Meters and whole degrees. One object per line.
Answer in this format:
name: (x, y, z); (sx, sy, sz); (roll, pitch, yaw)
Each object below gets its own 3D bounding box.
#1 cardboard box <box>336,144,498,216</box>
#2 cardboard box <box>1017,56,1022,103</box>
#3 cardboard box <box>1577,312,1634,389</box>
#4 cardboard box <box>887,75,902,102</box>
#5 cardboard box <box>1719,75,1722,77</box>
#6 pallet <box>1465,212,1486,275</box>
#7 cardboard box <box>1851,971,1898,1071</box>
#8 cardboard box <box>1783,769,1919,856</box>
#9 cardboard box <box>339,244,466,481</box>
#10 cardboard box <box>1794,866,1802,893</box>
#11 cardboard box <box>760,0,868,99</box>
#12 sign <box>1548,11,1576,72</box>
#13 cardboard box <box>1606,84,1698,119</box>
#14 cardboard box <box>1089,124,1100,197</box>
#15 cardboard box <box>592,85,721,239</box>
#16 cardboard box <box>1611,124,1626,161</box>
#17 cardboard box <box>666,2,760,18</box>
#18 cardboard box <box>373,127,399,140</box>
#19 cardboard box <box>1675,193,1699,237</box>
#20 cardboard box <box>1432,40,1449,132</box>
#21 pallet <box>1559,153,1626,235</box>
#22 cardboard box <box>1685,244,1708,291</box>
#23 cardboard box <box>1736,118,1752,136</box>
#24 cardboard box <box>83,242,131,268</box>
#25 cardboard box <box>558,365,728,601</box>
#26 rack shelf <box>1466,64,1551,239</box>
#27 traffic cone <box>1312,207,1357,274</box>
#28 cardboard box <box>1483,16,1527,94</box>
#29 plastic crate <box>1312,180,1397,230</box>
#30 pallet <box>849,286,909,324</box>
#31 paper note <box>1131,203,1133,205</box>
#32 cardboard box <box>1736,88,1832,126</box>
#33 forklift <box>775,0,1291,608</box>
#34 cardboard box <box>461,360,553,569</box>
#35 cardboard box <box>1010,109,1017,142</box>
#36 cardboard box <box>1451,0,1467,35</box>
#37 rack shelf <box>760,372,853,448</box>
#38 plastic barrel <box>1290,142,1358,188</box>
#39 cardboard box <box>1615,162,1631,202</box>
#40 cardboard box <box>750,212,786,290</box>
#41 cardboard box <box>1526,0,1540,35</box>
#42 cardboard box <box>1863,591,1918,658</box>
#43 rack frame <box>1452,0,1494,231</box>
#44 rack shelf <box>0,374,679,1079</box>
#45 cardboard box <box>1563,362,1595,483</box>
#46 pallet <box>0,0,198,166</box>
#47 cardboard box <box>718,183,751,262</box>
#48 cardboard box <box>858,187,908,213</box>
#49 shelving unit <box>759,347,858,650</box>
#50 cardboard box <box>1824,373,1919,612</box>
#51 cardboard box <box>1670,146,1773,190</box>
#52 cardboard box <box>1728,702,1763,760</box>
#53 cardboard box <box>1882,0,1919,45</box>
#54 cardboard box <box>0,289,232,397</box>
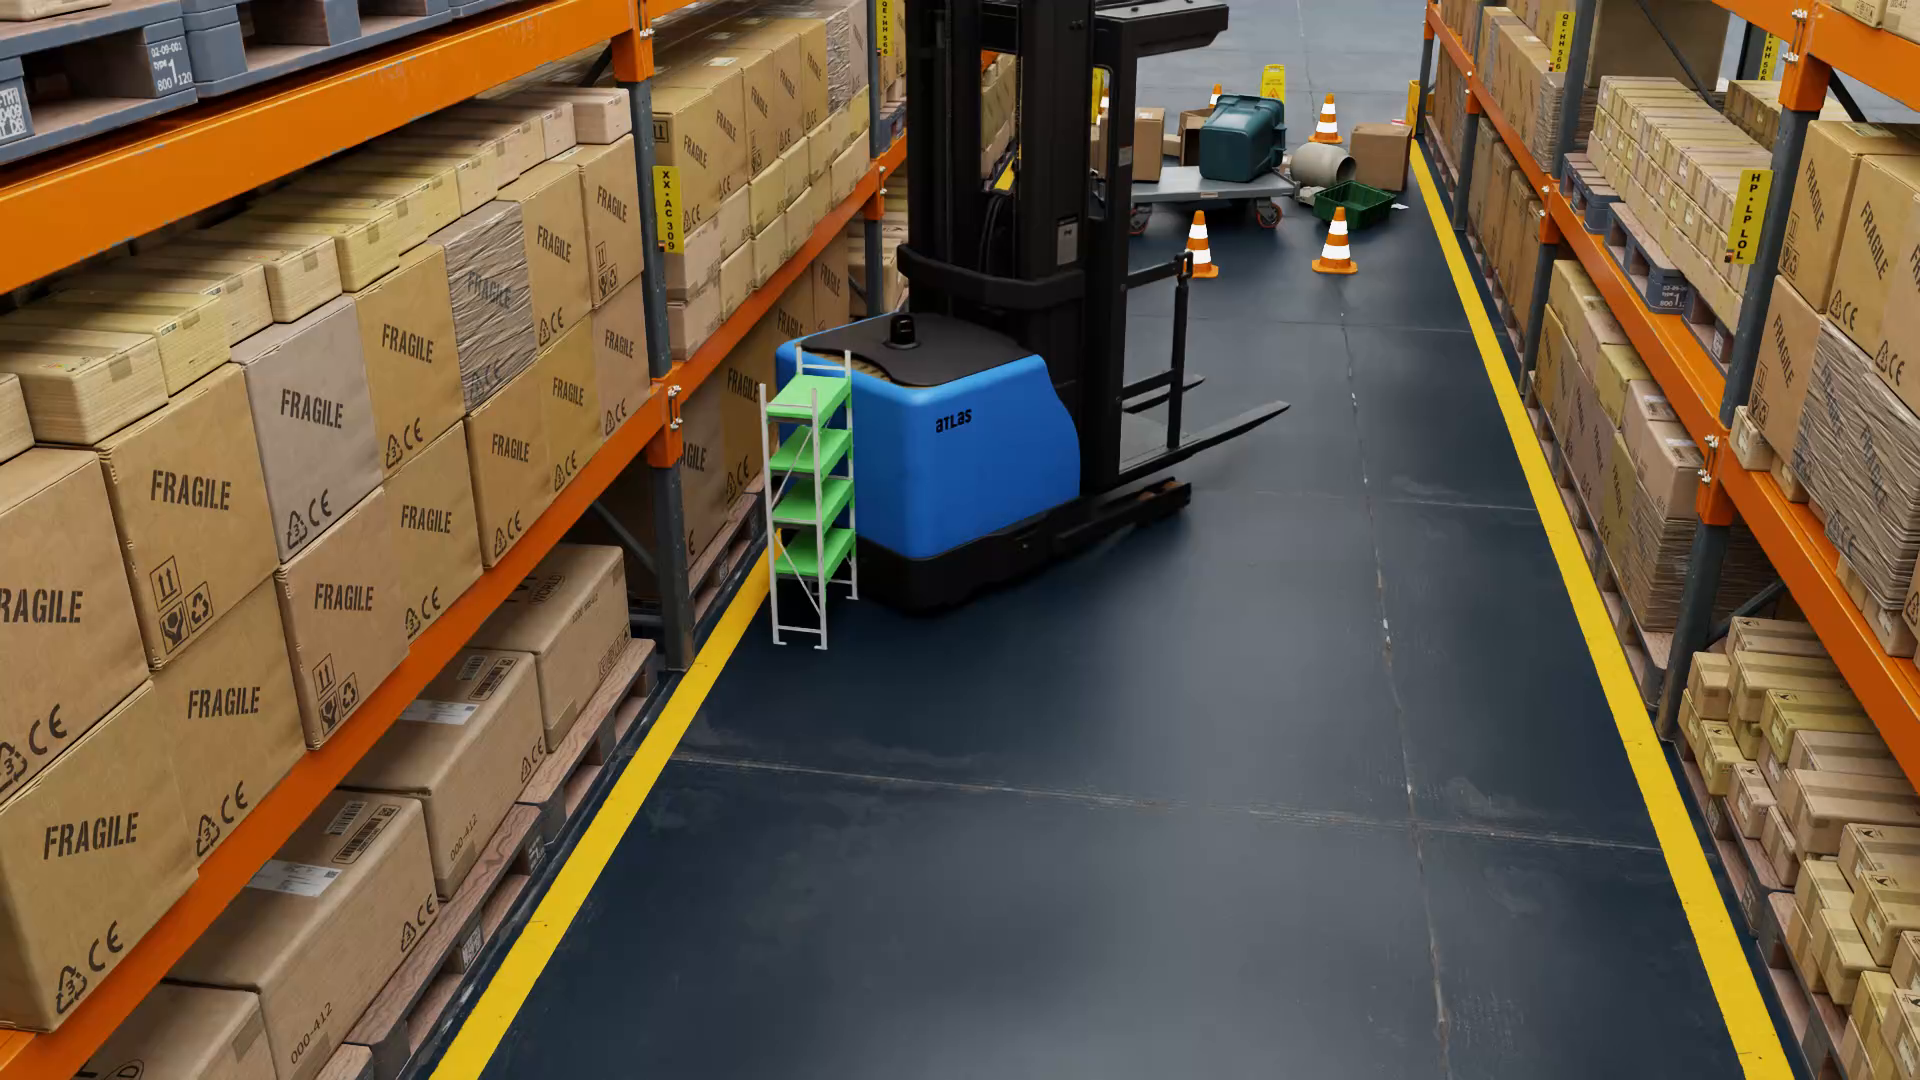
cardboard box: (-1.607, -1.070, 4.936); (0.380, 0.149, 0.250); (4, 25, 8)
cardboard box: (0.364, -4.581, 16.363); (0.500, 0.500, 0.500); (5, 26, 10)
cardboard box: (3.384, -0.930, 8.267); (0.500, 0.250, 0.500); (4, 25, 9)
cardboard box: (-0.582, -2.949, 10.814); (0.380, 0.149, 0.250); (2, 25, 5)
cardboard box: (4.332, -2.649, 10.254); (0.500, 0.500, 0.500); (4, 25, 8)
pallet: (4.514, -2.304, 12.924); (1.003, 0.211, 1.213); (4, 25, 9)
cardboard box: (2.625, 1.309, 4.432); (0.380, 0.149, 0.250); (5, 26, 11)
cardboard box: (2.759, 0.844, 5.075); (0.380, 0.149, 0.250); (5, 25, 10)
cardboard box: (-1.701, -0.497, 4.476); (0.500, 0.500, 0.500); (4, 25, 9)
cardboard box: (2.848, 1.125, 5.175); (0.380, 0.149, 0.250); (3, 25, 6)
cardboard box: (-0.814, -2.787, 9.367); (0.500, 0.500, 0.500); (3, 25, 7)
sign: (3.364, -2.784, 9.293); (0.100, 0.325, 0.005); (4, 25, 9)
cardboard box: (3.604, -2.275, 8.672); (0.380, 0.149, 0.250); (3, 25, 7)
cardboard box: (1.184, -3.419, 14.961); (0.500, 0.500, 0.500); (-20, 32, -36)
cardboard box: (-1.286, -1.512, 6.645); (0.500, 0.500, 0.500); (4, 25, 9)
cardboard box: (3.553, -2.020, 8.476); (0.380, 0.149, 0.250); (3, 25, 7)
cardboard box: (-1.381, -2.623, 9.019); (0.500, 0.500, 0.500); (4, 25, 9)
cardboard box: (-1.975, -1.309, 5.447); (0.380, 0.149, 0.250); (4, 25, 8)
cardboard box: (3.298, -1.378, 7.105); (0.380, 0.149, 0.250); (3, 25, 6)
cardboard box: (5.174, -4.508, 16.353); (0.875, 0.875, 0.875); (4, 25, 9)
pallet: (3.901, -1.830, 8.847); (1.213, 0.211, 1.003); (4, 25, 9)
cardboard box: (3.254, -1.123, 6.912); (0.380, 0.149, 0.250); (3, 25, 6)
cardboard box: (4.239, -2.083, 8.612); (0.380, 0.149, 0.250); (5, 26, 10)
cardboard box: (-2.280, -0.670, 4.081); (0.380, 0.149, 0.250); (5, 25, 10)
cardboard box: (-1.619, -0.343, 7.454); (0.875, 0.875, 0.875); (5, 26, 10)
rack shelf: (4.239, -2.733, 11.398); (1.077, 0.370, 4.000); (4, 25, 9)
traffic cone: (2.857, -2.290, 12.596); (0.336, 0.463, 0.334); (4, 25, 9)
cardboard box: (4.133, -3.528, 12.130); (0.500, 0.500, 0.500); (4, 25, 9)
plastic crate: (3.302, -2.811, 13.966); (0.450, 0.188, 0.662); (29, 36, 30)
pallet: (-0.858, -1.587, 11.390); (1.003, 0.211, 1.213); (4, 25, 9)
paper note: (1.436, -2.954, 14.526); (0.148, 0.019, 0.142); (4, 25, 9)
cardboard box: (4.241, -2.226, 8.567); (0.380, 0.149, 0.250); (4, 25, 8)
forklift: (0.543, -1.545, 8.092); (3.031, 2.935, 1.130); (-22, 33, -39)
cardboard box: (-1.611, -0.257, 5.142); (0.500, 0.500, 0.500); (4, 25, 8)
cardboard box: (0.281, -4.021, 16.051); (0.500, 0.250, 0.500); (3, 25, 7)
cardboard box: (4.874, -4.796, 14.781); (0.875, 0.550, 0.500); (4, 25, 9)
rack shelf: (-0.645, -0.557, 7.044); (0.258, 0.148, 0.480); (5, 26, 11)
plastic barrel: (3.238, -3.309, 14.820); (0.421, 0.421, 0.512); (-20, 32, -36)
cardboard box: (3.510, -1.787, 8.331); (0.380, 0.149, 0.250); (5, 26, 11)
cardboard box: (-1.126, -1.377, 7.831); (0.500, 0.250, 0.500); (4, 25, 8)
cardboard box: (4.326, -3.758, 11.444); (0.700, 0.500, 0.500); (4, 25, 9)
cardboard box: (2.722, 0.215, 4.550); (0.380, 0.149, 0.250); (5, 26, 11)
rack frame: (4.566, -3.895, 13.033); (1.000, 3.000, 0.127); (4, 25, 9)
rack shelf: (-1.968, 0.312, 4.893); (1.077, 0.370, 4.000); (4, 25, 9)
cardboard box: (3.387, -0.576, 8.396); (0.500, 0.500, 0.500); (3, 25, 7)
pallet: (-2.184, -0.806, 3.000); (1.003, 0.211, 1.213); (4, 25, 9)
cardboard box: (-1.234, -1.393, 7.274); (0.500, 0.250, 0.500); (4, 25, 9)
cardboard box: (-0.643, -2.384, 12.410); (0.950, 0.372, 0.625); (5, 26, 10)
shelving unit: (-0.645, -0.180, 7.220); (0.258, 1.200, 0.503); (5, 26, 11)
cardboard box: (2.738, -0.124, 4.507); (0.500, 0.500, 0.500); (3, 25, 7)
cardboard box: (3.345, -1.621, 7.275); (0.380, 0.149, 0.250); (3, 25, 6)
cardboard box: (2.931, 0.659, 5.821); (0.380, 0.149, 0.250); (4, 25, 9)
cardboard box: (2.850, -1.454, 4.457); (0.500, 0.250, 0.500); (4, 25, 8)
cardboard box: (-1.810, -0.425, 3.557); (0.380, 0.149, 0.250); (3, 25, 7)
